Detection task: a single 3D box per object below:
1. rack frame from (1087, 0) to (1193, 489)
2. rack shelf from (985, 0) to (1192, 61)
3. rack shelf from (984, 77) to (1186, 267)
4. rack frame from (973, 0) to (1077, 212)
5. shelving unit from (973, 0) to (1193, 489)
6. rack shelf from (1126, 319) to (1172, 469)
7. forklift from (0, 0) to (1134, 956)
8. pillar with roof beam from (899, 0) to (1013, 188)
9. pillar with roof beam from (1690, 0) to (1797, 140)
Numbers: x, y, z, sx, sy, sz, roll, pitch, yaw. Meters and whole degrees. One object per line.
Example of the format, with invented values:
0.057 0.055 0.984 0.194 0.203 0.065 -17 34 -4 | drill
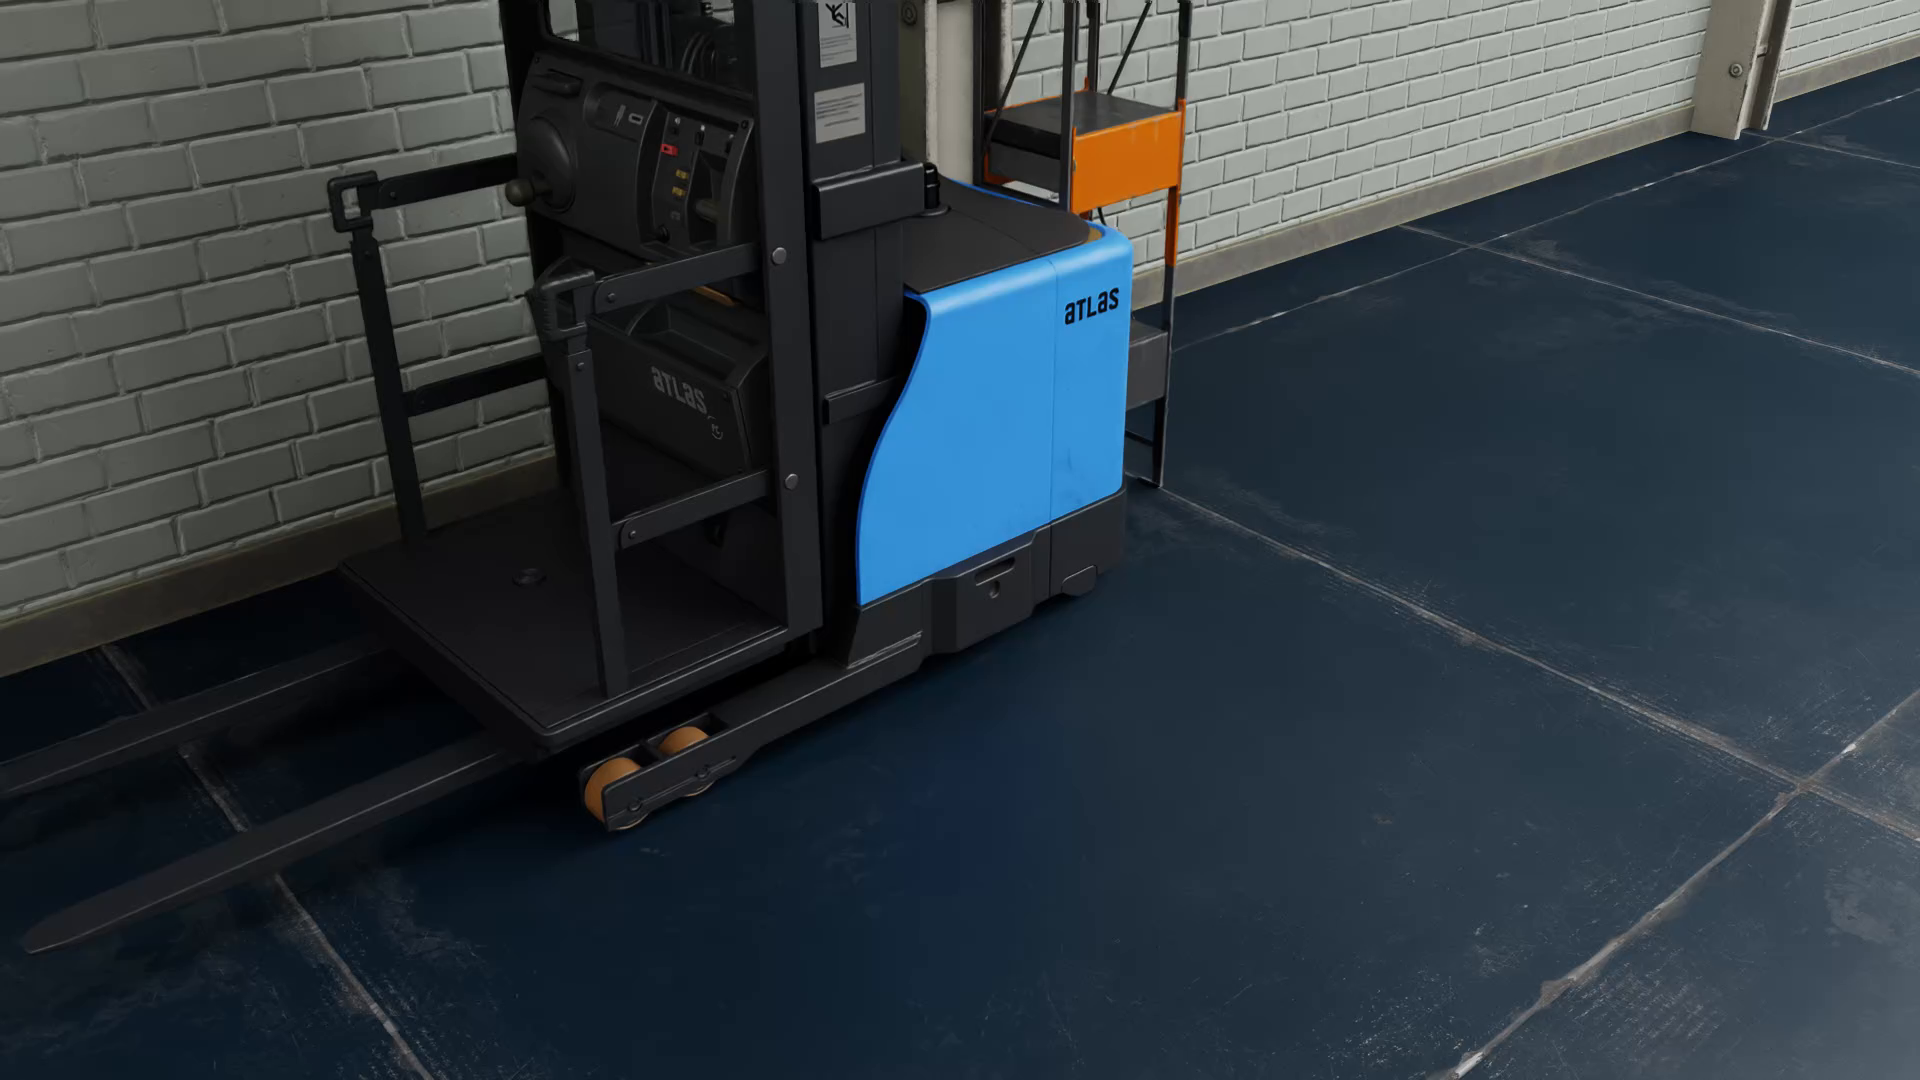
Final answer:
0.538 -1.169 5.210 0.015 2.100 0.400 -23 36 -37 | rack frame
0.358 -1.697 4.741 0.480 0.518 0.431 -23 36 -37 | rack shelf
0.358 -1.080 5.071 0.480 0.518 0.431 -23 36 -37 | rack shelf
0.179 -1.014 4.919 0.015 2.100 0.400 -23 36 -37 | rack frame
0.358 -1.092 5.065 0.503 2.100 0.431 -23 36 -37 | shelving unit
0.358 -0.462 5.401 0.480 0.518 0.431 -23 36 -37 | rack shelf
-0.935 -0.882 3.790 3.031 2.935 1.130 -23 36 -37 | forklift
2.729 -3.004 1.324 0.400 9.000 9.100 -22 35 -35 | pillar with roof beam
7.293 -4.839 4.758 0.400 9.000 9.100 -22 35 -35 | pillar with roof beam
